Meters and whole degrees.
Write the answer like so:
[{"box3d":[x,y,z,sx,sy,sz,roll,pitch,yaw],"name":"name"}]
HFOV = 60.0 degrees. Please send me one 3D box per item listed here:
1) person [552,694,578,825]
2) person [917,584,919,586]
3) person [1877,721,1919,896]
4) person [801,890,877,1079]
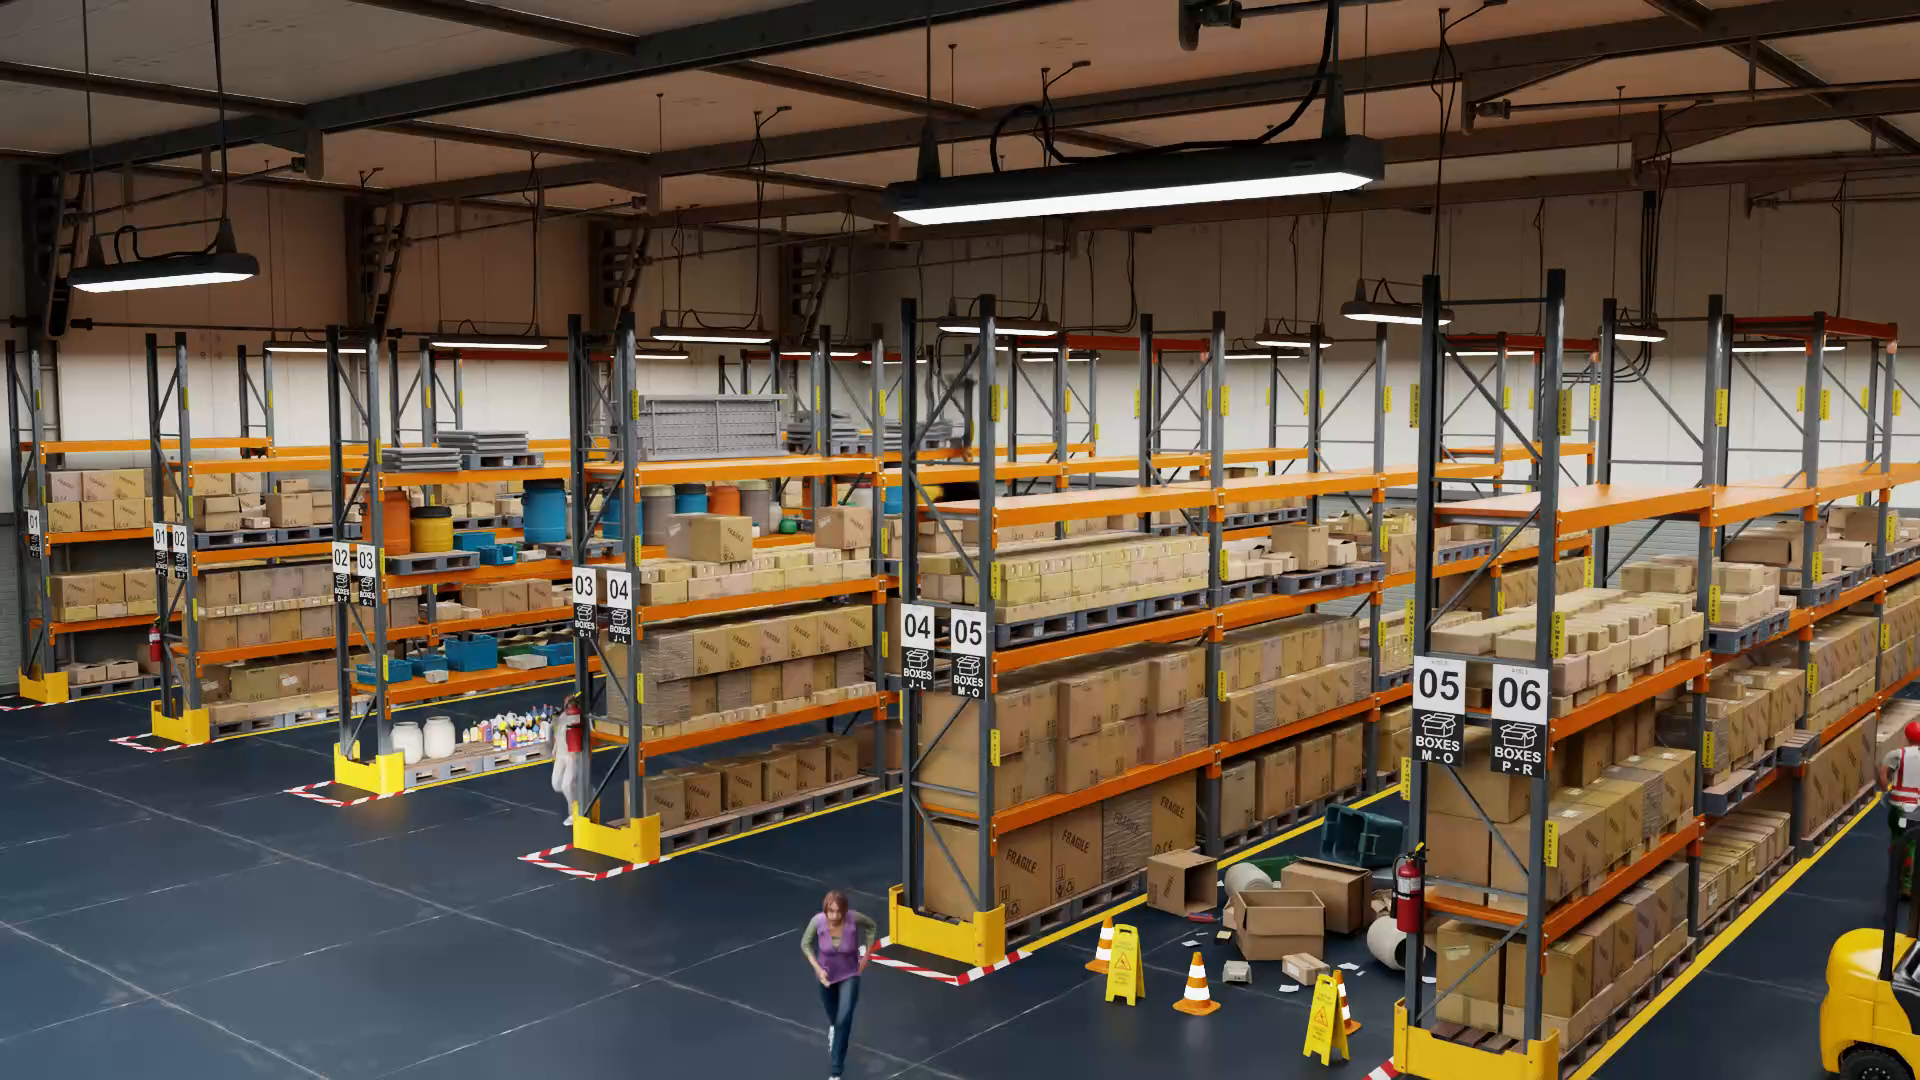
[{"box3d":[-4.638,2.609,19.892,0.538,1.566,0.500,3,6,30],"name":"person"},{"box3d":[-1.014,1.169,34.817,0.723,1.748,0.647,3,6,32],"name":"person"},{"box3d":[9.768,2.739,17.049,0.641,1.782,0.739,3,6,32],"name":"person"},{"box3d":[-0.914,3.299,12.541,0.571,1.547,0.915,-1,5,-6],"name":"person"}]
